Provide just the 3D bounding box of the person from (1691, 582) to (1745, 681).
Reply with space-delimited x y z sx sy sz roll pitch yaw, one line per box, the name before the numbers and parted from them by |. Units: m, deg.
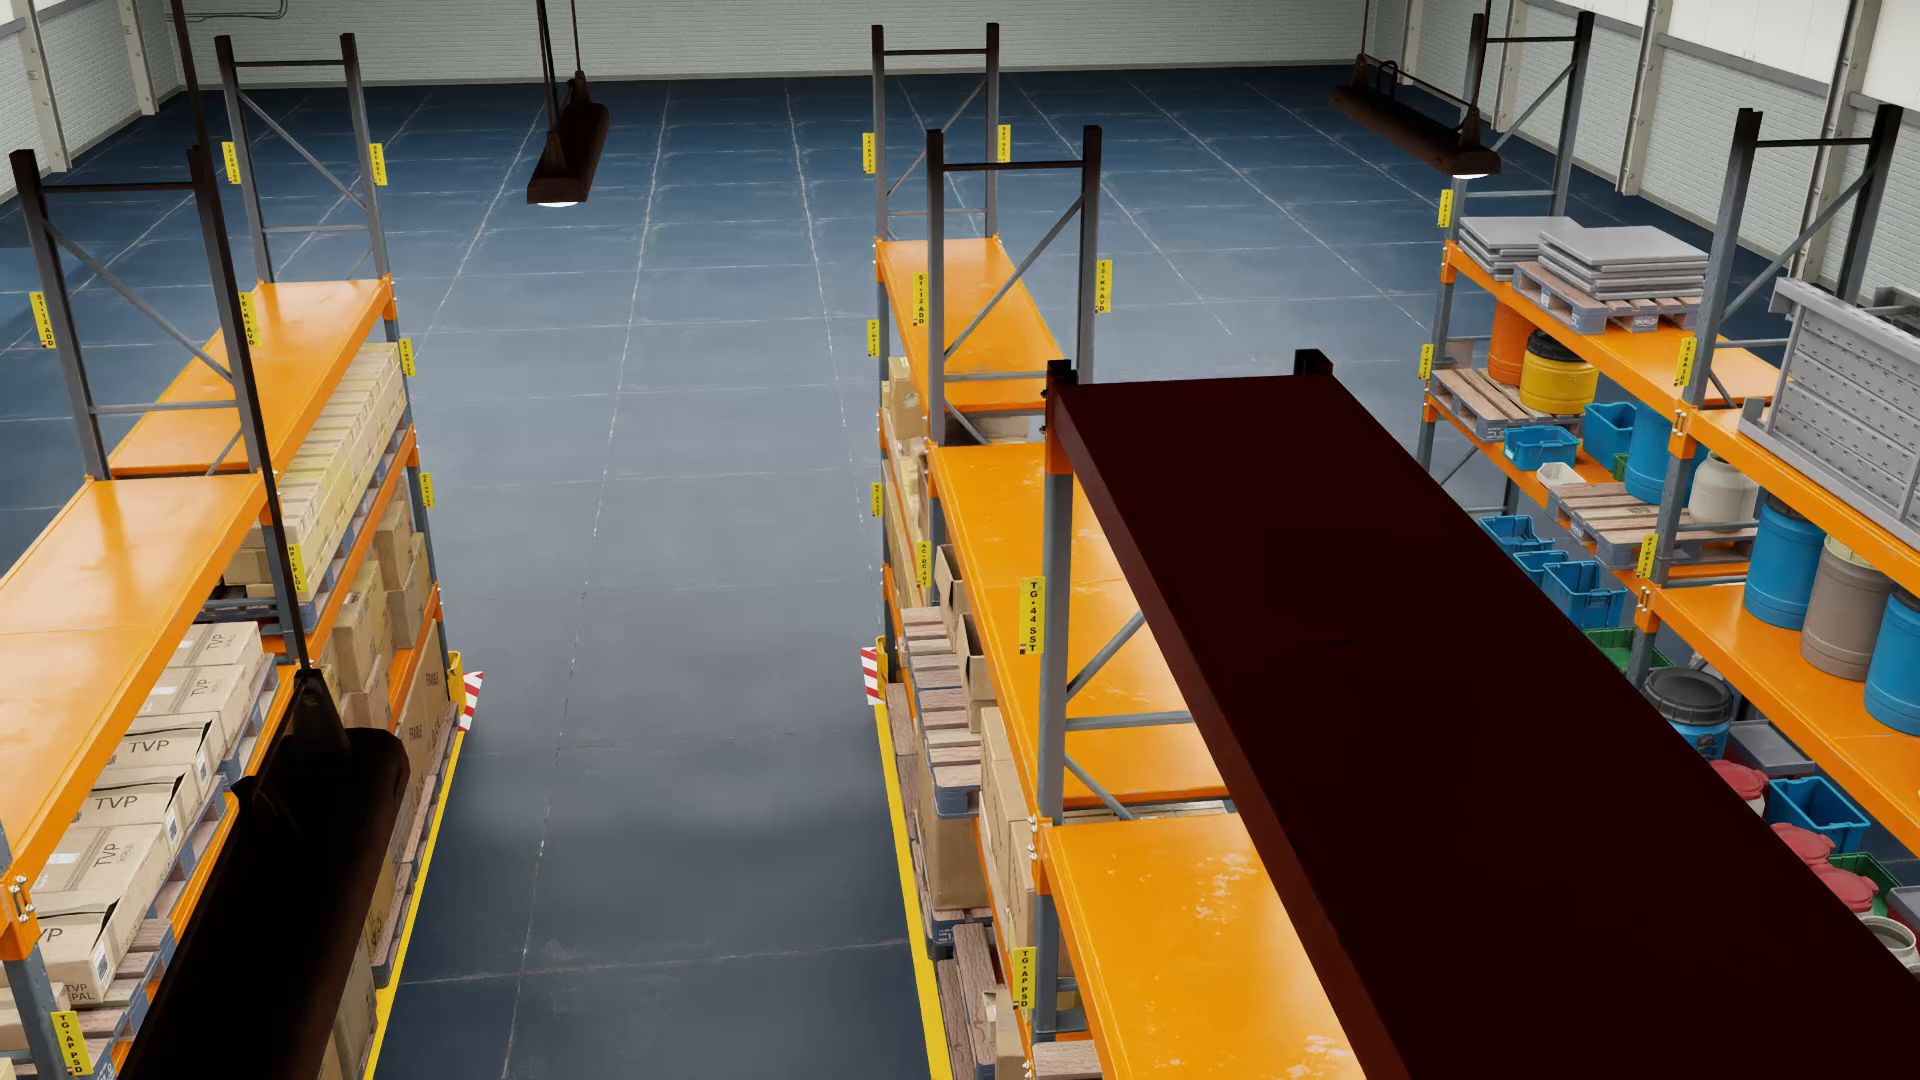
person | 6.703 0.808 14.820 0.490 1.822 0.651 8 27 16
